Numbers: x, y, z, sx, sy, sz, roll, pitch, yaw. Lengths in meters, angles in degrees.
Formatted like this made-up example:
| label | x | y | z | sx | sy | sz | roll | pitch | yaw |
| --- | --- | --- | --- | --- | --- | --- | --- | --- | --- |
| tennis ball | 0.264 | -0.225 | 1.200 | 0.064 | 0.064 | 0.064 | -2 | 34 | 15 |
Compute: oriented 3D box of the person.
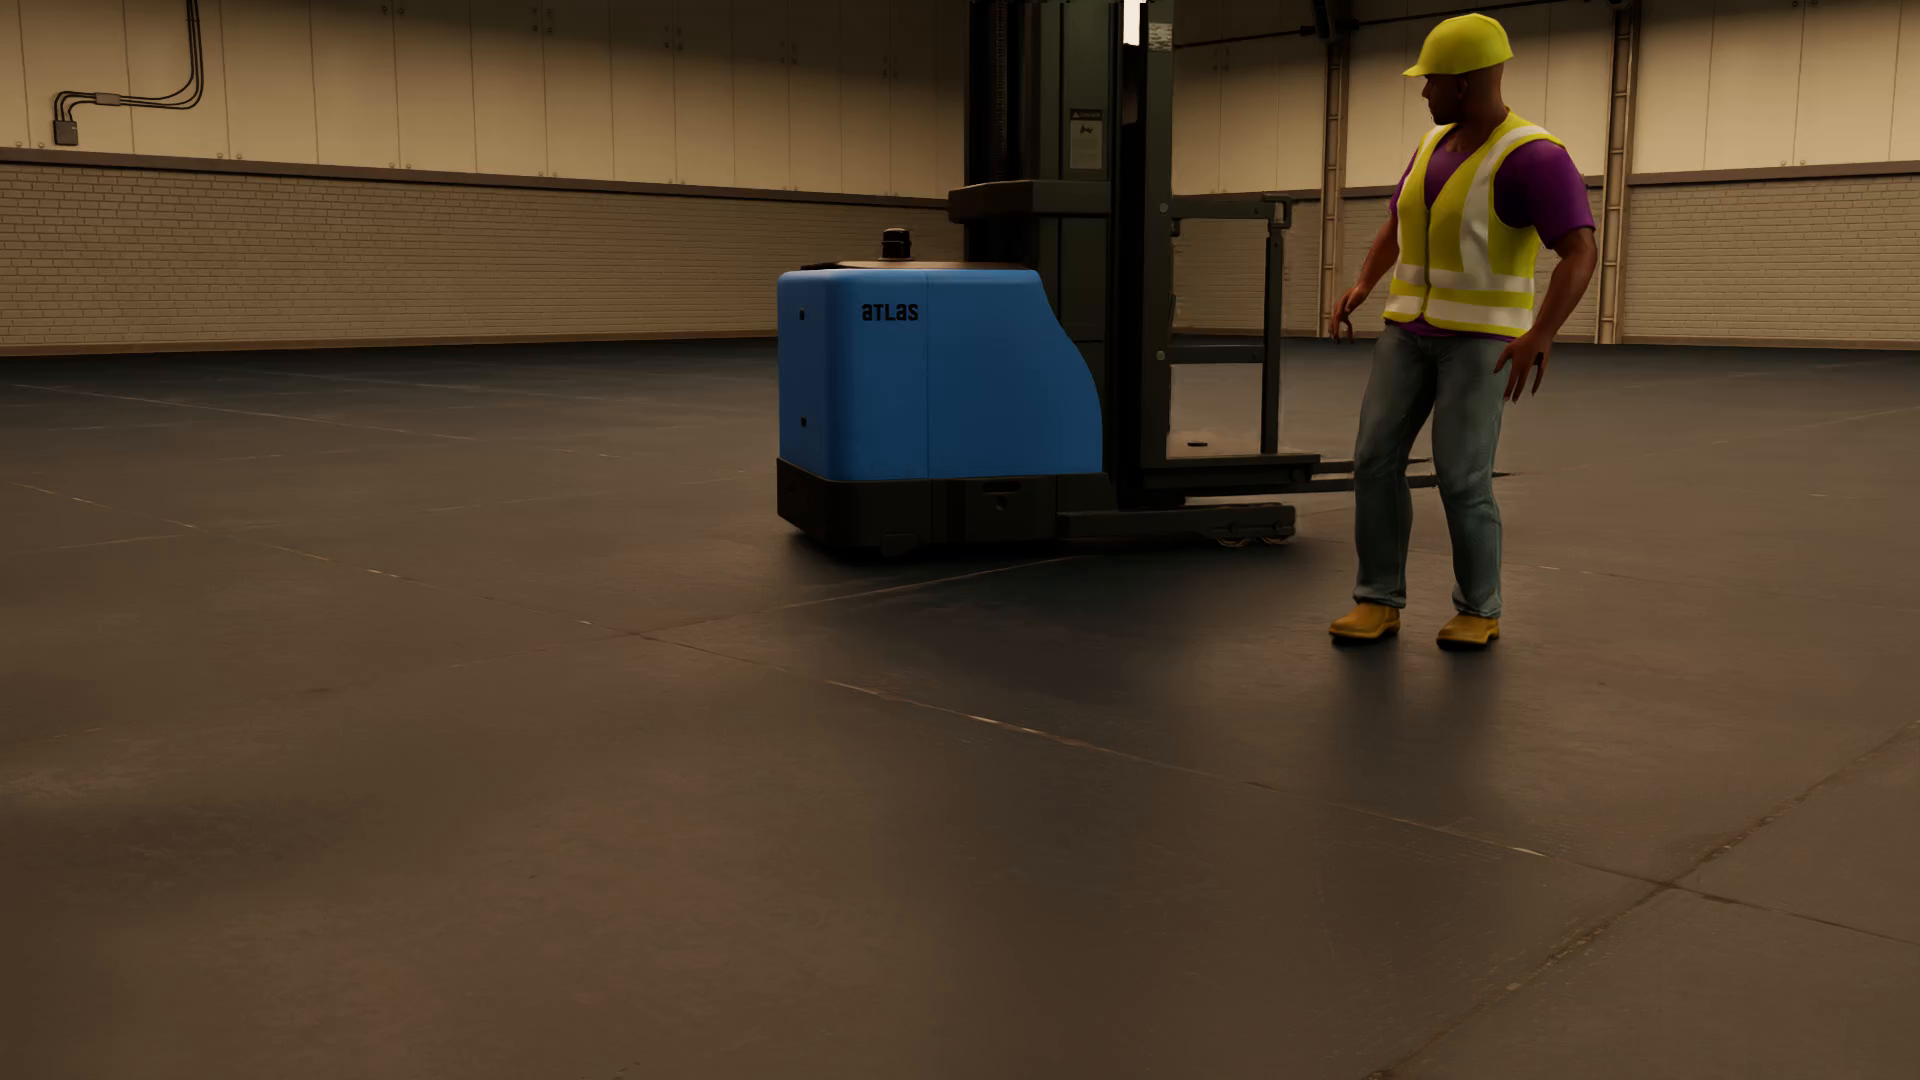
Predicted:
| label | x | y | z | sx | sy | sz | roll | pitch | yaw |
| --- | --- | --- | --- | --- | --- | --- | --- | --- | --- |
| person | 1.362 | -0.562 | 4.638 | 0.511 | 1.734 | 0.777 | -7 | 11 | -37 |

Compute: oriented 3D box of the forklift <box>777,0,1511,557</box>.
| label | x | y | z | sx | sy | sz | roll | pitch | yaw |
| --- | --- | --- | --- | --- | --- | --- | --- | --- | --- |
| forklift | 0.814 | -1.491 | 6.774 | 3.031 | 2.935 | 1.130 | -3 | 9 | -18 |
